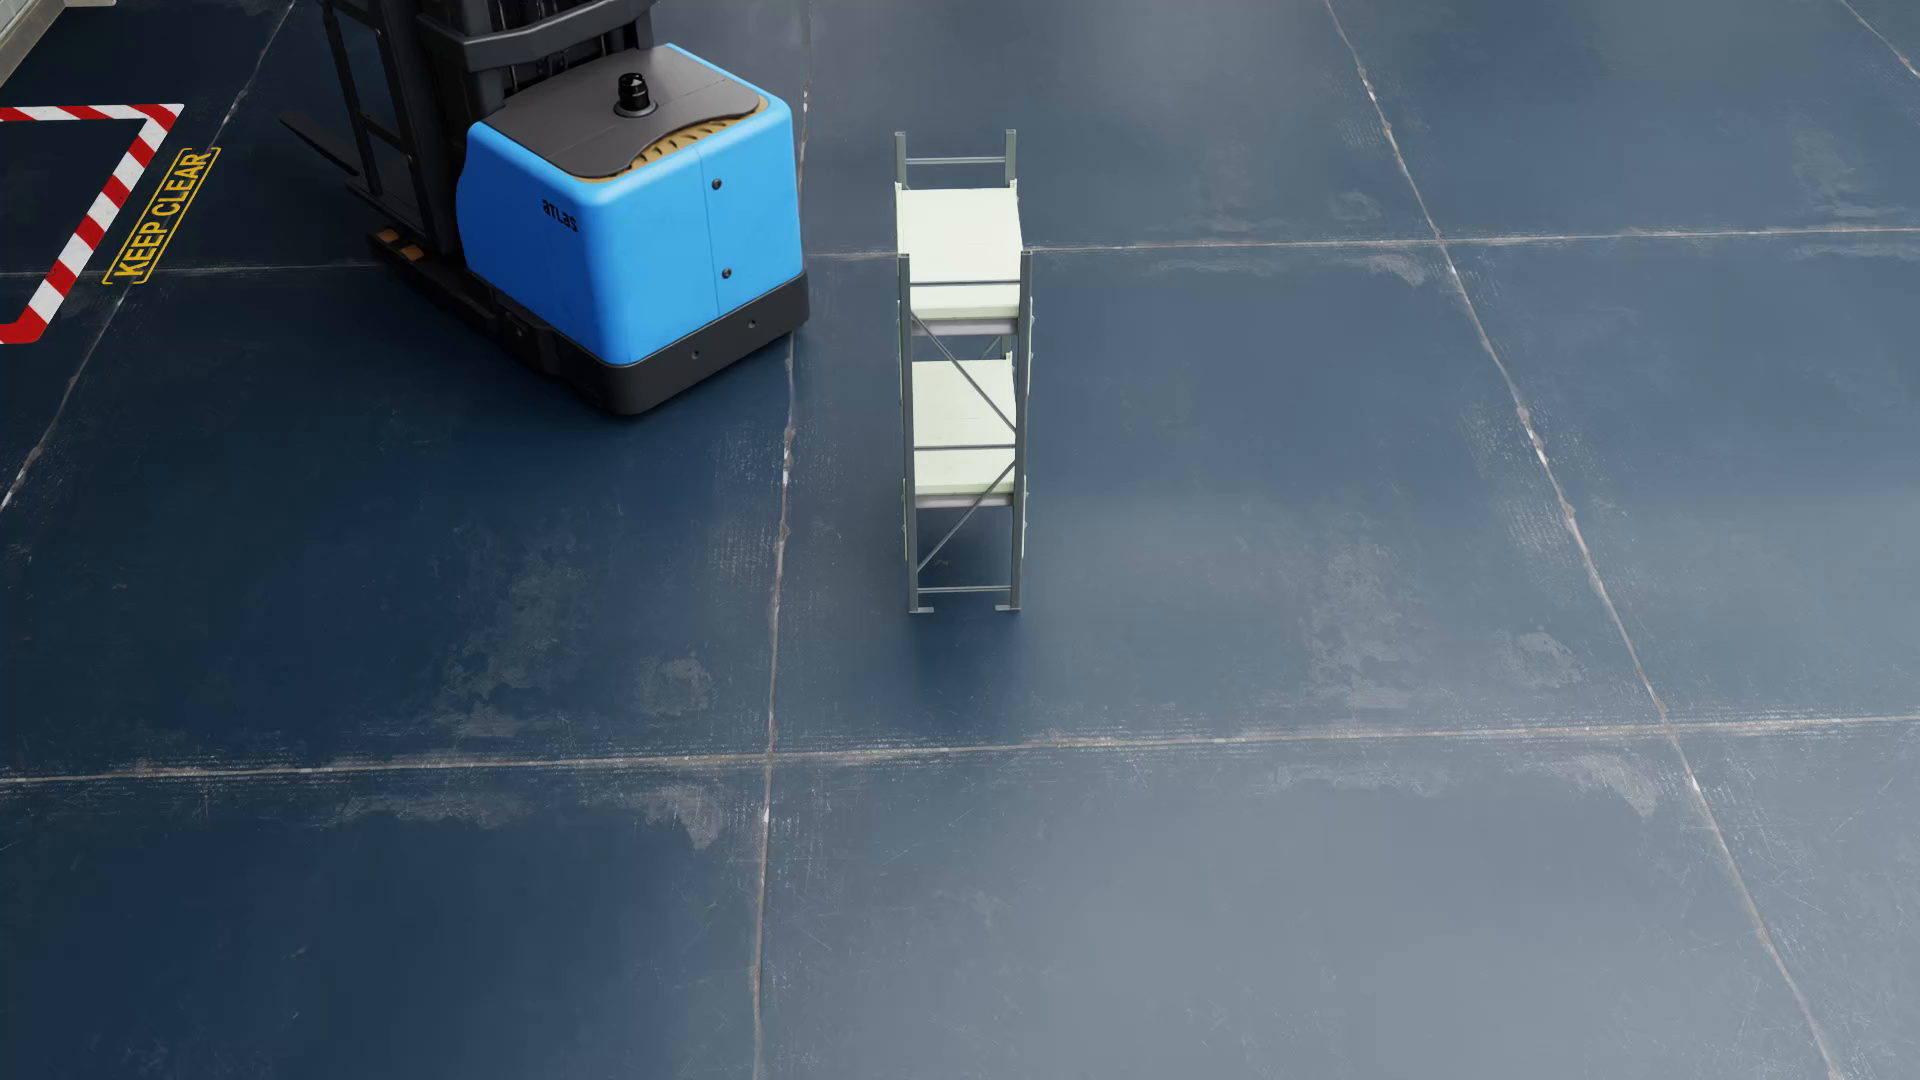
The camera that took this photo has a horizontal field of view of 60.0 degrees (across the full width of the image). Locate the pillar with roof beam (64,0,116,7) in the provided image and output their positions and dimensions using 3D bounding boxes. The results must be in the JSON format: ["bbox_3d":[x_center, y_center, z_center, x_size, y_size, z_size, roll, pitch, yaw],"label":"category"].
[{"bbox_3d":[-0.761,-6.662,6.859,9.100,9.000,0.400,-2,43,-2],"label":"pillar with roof beam"}]

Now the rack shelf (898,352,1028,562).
[{"bbox_3d":[0.000,-0.308,5.959,0.431,0.370,0.720,-2,43,-2],"label":"rack shelf"}]

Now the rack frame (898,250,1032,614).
[{"bbox_3d":[0.016,-0.301,5.469,0.400,1.500,0.023,-2,43,-2],"label":"rack frame"}]

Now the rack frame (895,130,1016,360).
[{"bbox_3d":[-0.015,-0.795,6.008,0.400,1.500,0.023,-2,43,-2],"label":"rack frame"}]

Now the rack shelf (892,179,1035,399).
[{"bbox_3d":[0.000,-0.836,5.475,0.431,0.370,0.720,-2,43,-2],"label":"rack shelf"}]

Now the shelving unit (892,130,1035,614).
[{"bbox_3d":[0.000,-0.548,5.738,0.431,1.500,0.755,-2,43,-2],"label":"shelving unit"}]

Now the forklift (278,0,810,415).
[{"bbox_3d":[-2.056,-2.468,6.773,3.031,2.935,1.130,33,52,31],"label":"forklift"}]
